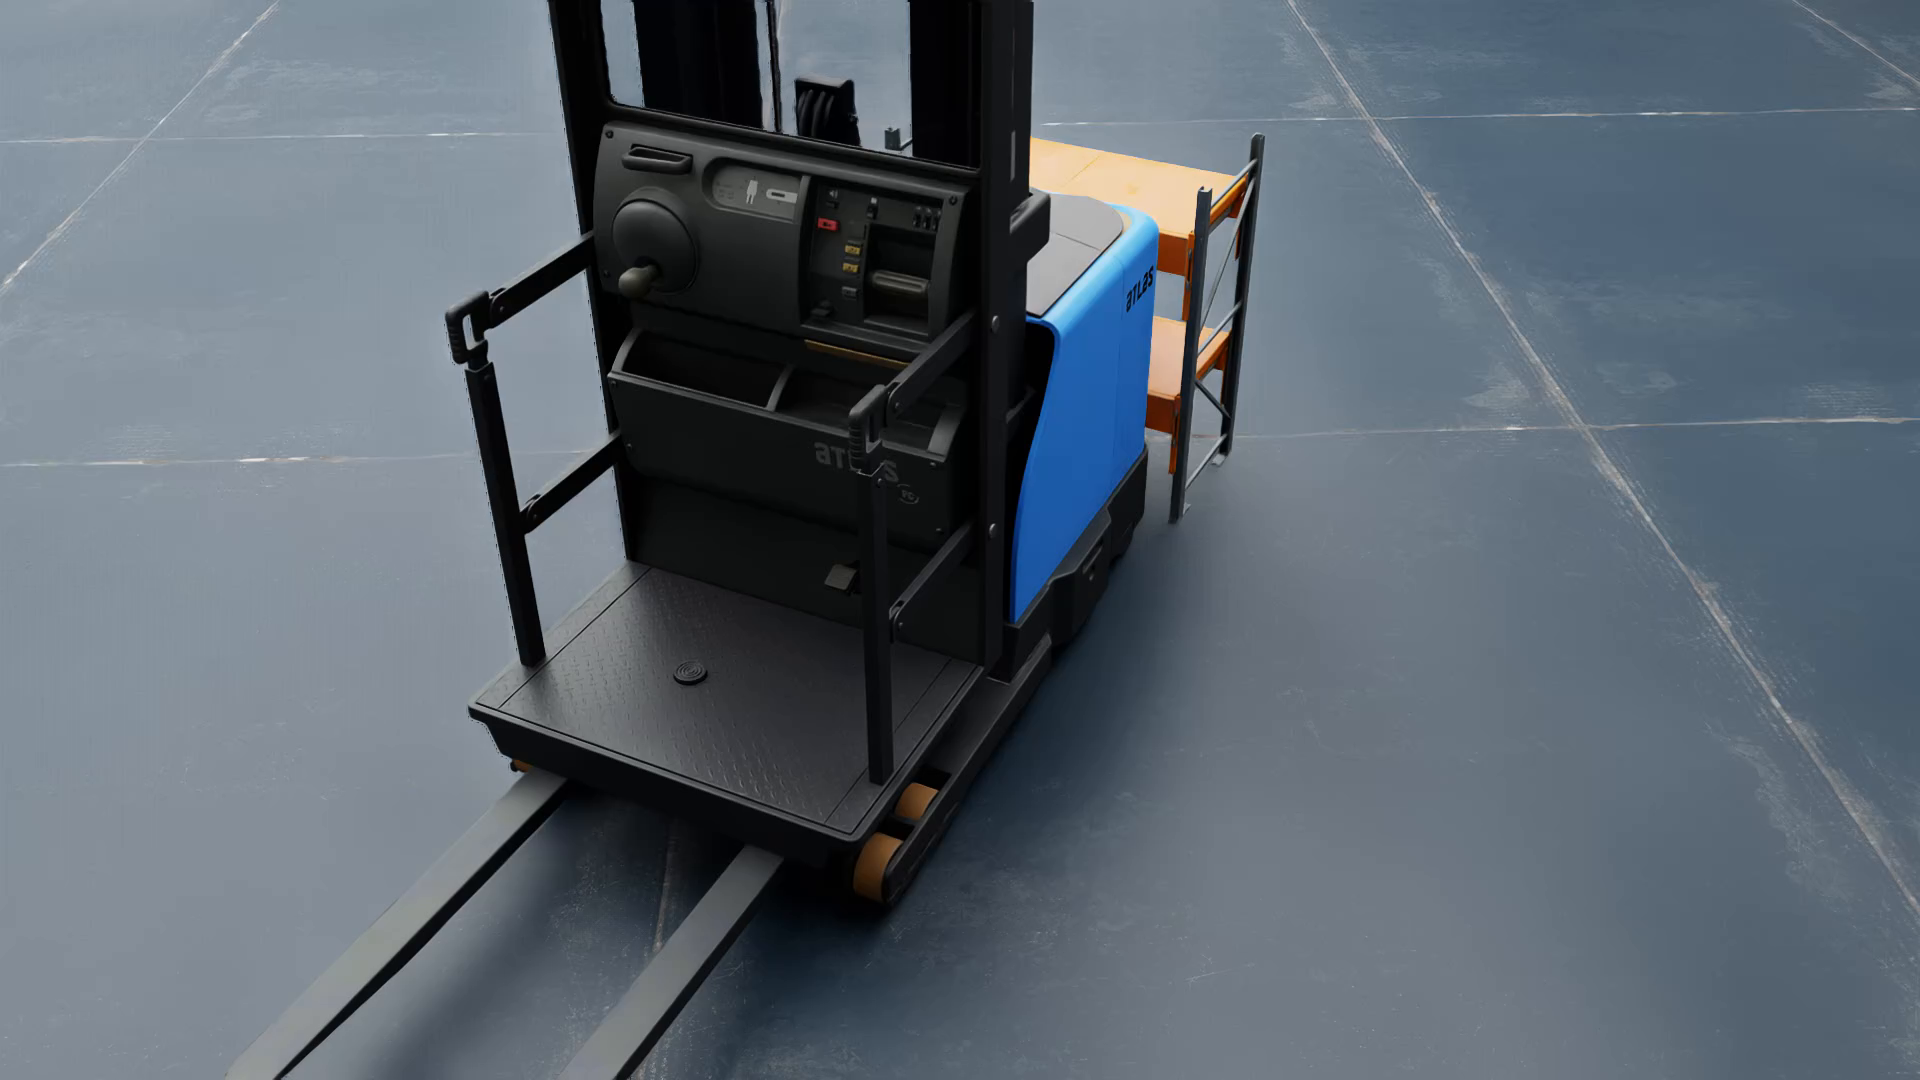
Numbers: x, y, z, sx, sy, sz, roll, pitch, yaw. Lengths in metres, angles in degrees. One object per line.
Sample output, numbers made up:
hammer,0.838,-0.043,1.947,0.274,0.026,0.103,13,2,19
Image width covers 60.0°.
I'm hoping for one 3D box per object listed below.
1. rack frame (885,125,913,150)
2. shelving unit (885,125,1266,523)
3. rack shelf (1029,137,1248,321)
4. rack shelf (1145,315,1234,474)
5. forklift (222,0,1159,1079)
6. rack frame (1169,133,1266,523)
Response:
rack frame,-0.100,-0.917,5.586,0.032,1.125,0.500,17,38,22
shelving unit,0.350,-0.782,5.392,1.048,1.125,0.538,17,38,22
rack shelf,0.350,-1.023,5.225,1.000,0.278,0.538,17,38,22
rack shelf,0.350,-0.581,5.531,1.000,0.278,0.538,17,38,22
forklift,-0.512,-0.621,3.572,1.130,2.935,3.031,15,38,21
rack frame,0.800,-0.648,5.198,0.032,1.125,0.500,17,38,22
